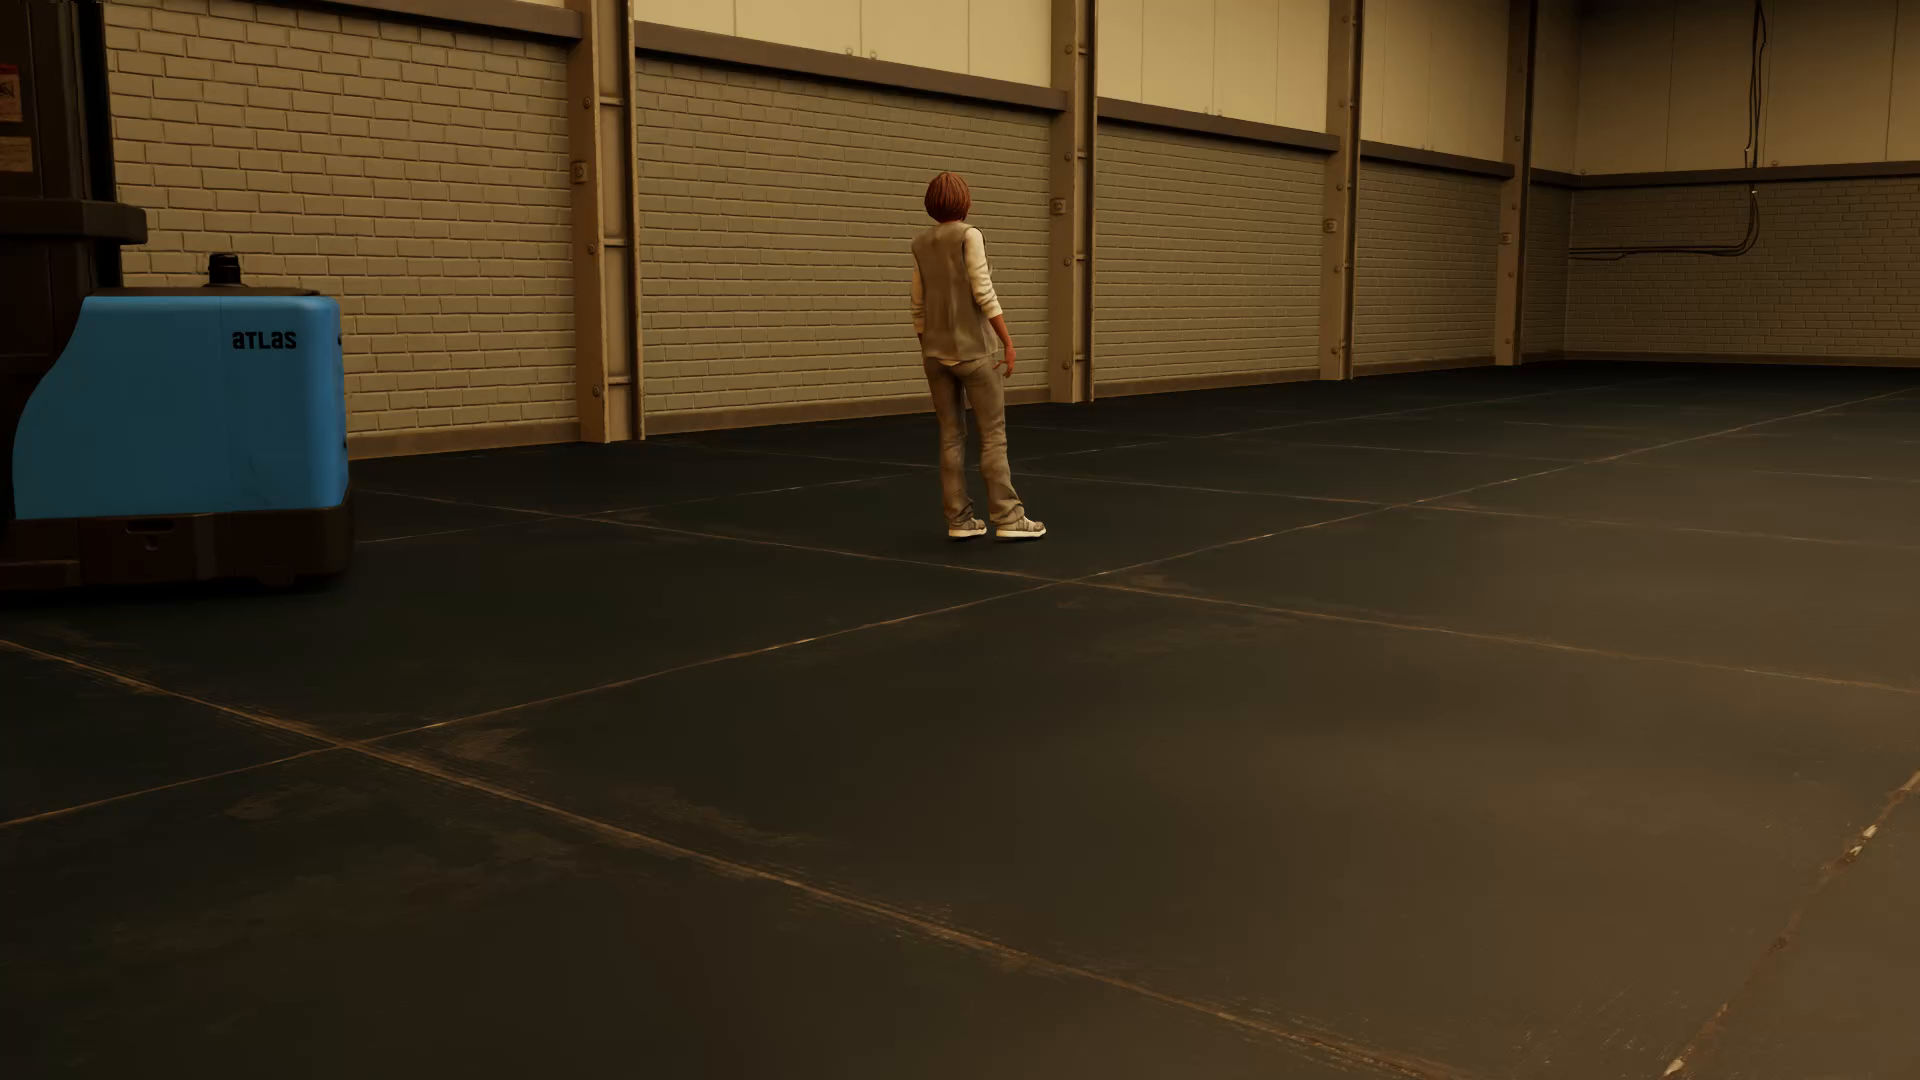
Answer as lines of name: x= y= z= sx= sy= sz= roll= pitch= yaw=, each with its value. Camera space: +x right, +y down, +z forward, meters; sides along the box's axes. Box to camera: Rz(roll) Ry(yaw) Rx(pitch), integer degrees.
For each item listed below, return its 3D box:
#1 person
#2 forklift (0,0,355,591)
person: x=0.058 y=-0.805 z=7.337 sx=0.520 sy=1.599 sz=0.473 roll=7 pitch=11 yaw=38
forklift: x=-3.845 y=-1.262 z=5.908 sx=3.031 sy=2.935 sz=1.130 roll=-3 pitch=9 yaw=-18
